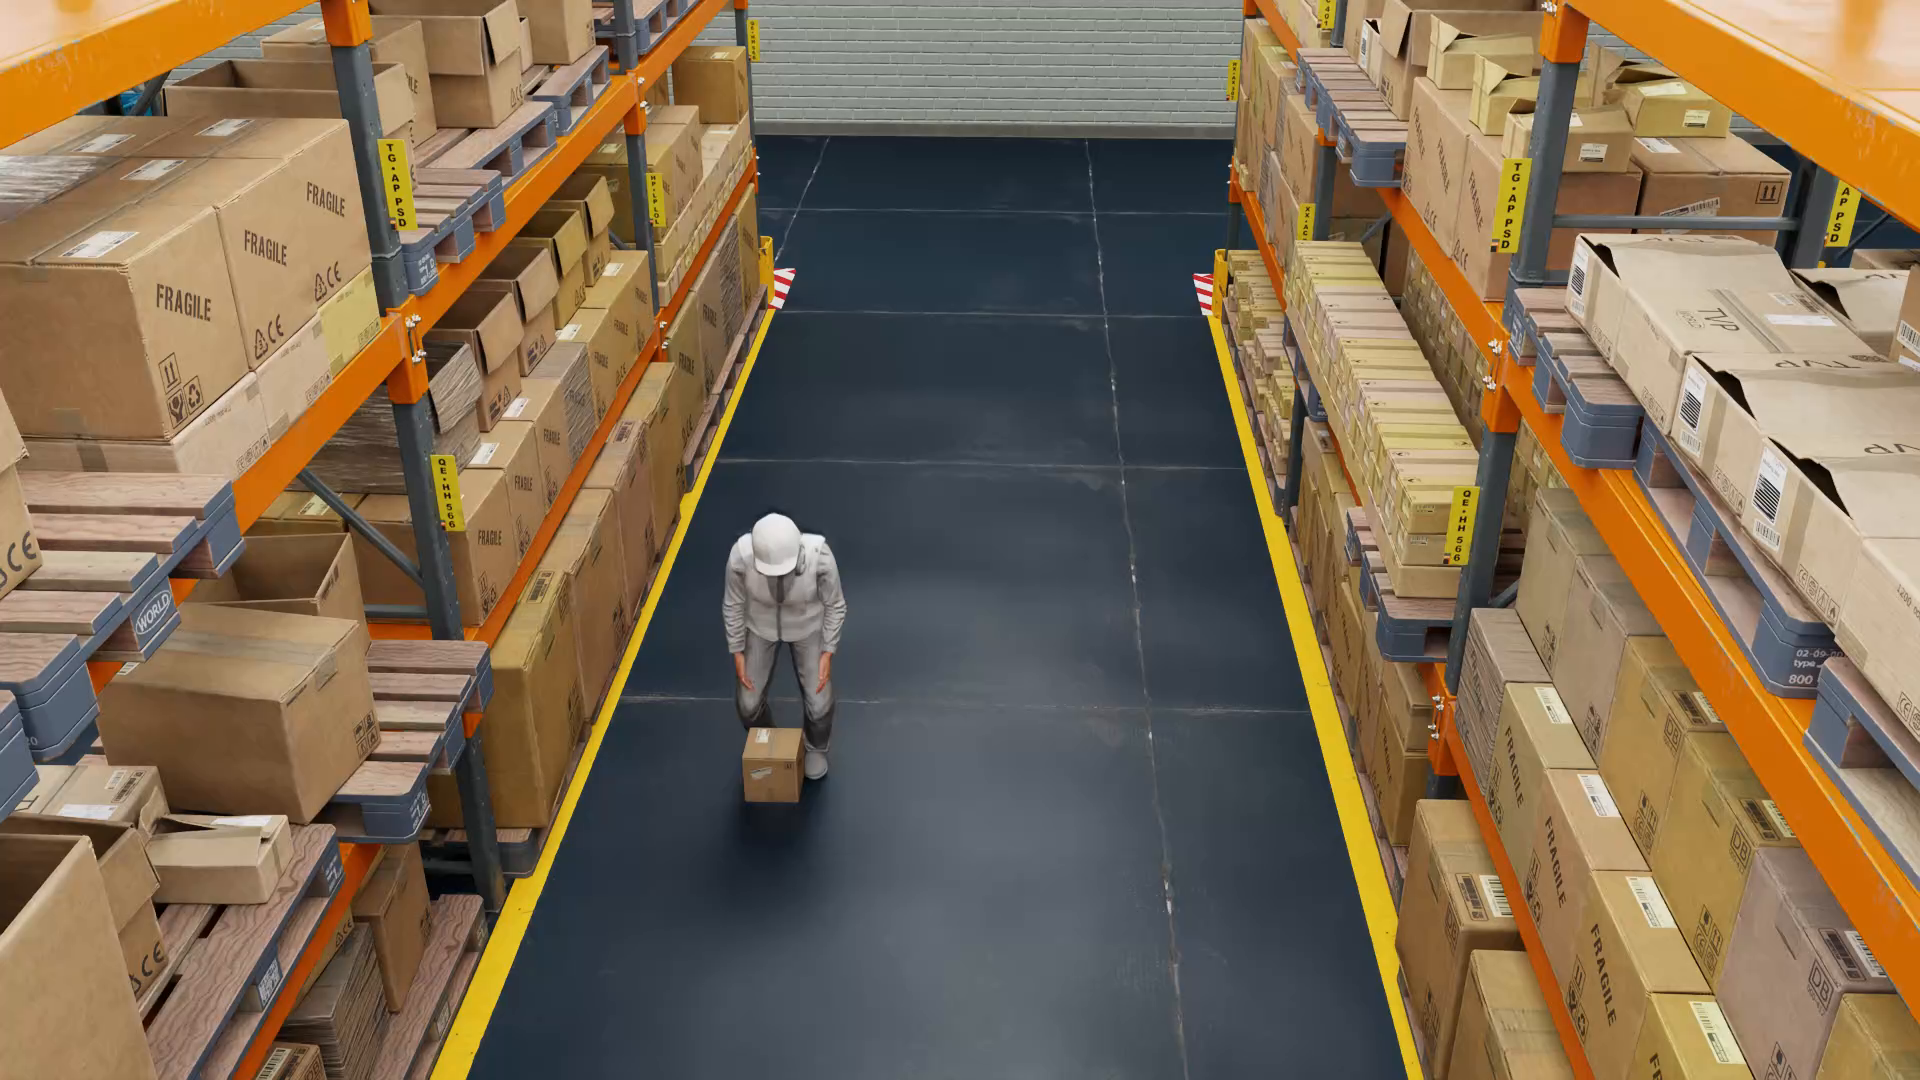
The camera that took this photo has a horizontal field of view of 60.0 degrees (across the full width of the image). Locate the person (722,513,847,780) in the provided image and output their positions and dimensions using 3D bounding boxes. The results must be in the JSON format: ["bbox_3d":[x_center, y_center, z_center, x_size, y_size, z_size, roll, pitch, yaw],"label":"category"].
[{"bbox_3d":[-0.825,0.469,7.968,0.589,1.534,0.693,1,28,2],"label":"person"}]
